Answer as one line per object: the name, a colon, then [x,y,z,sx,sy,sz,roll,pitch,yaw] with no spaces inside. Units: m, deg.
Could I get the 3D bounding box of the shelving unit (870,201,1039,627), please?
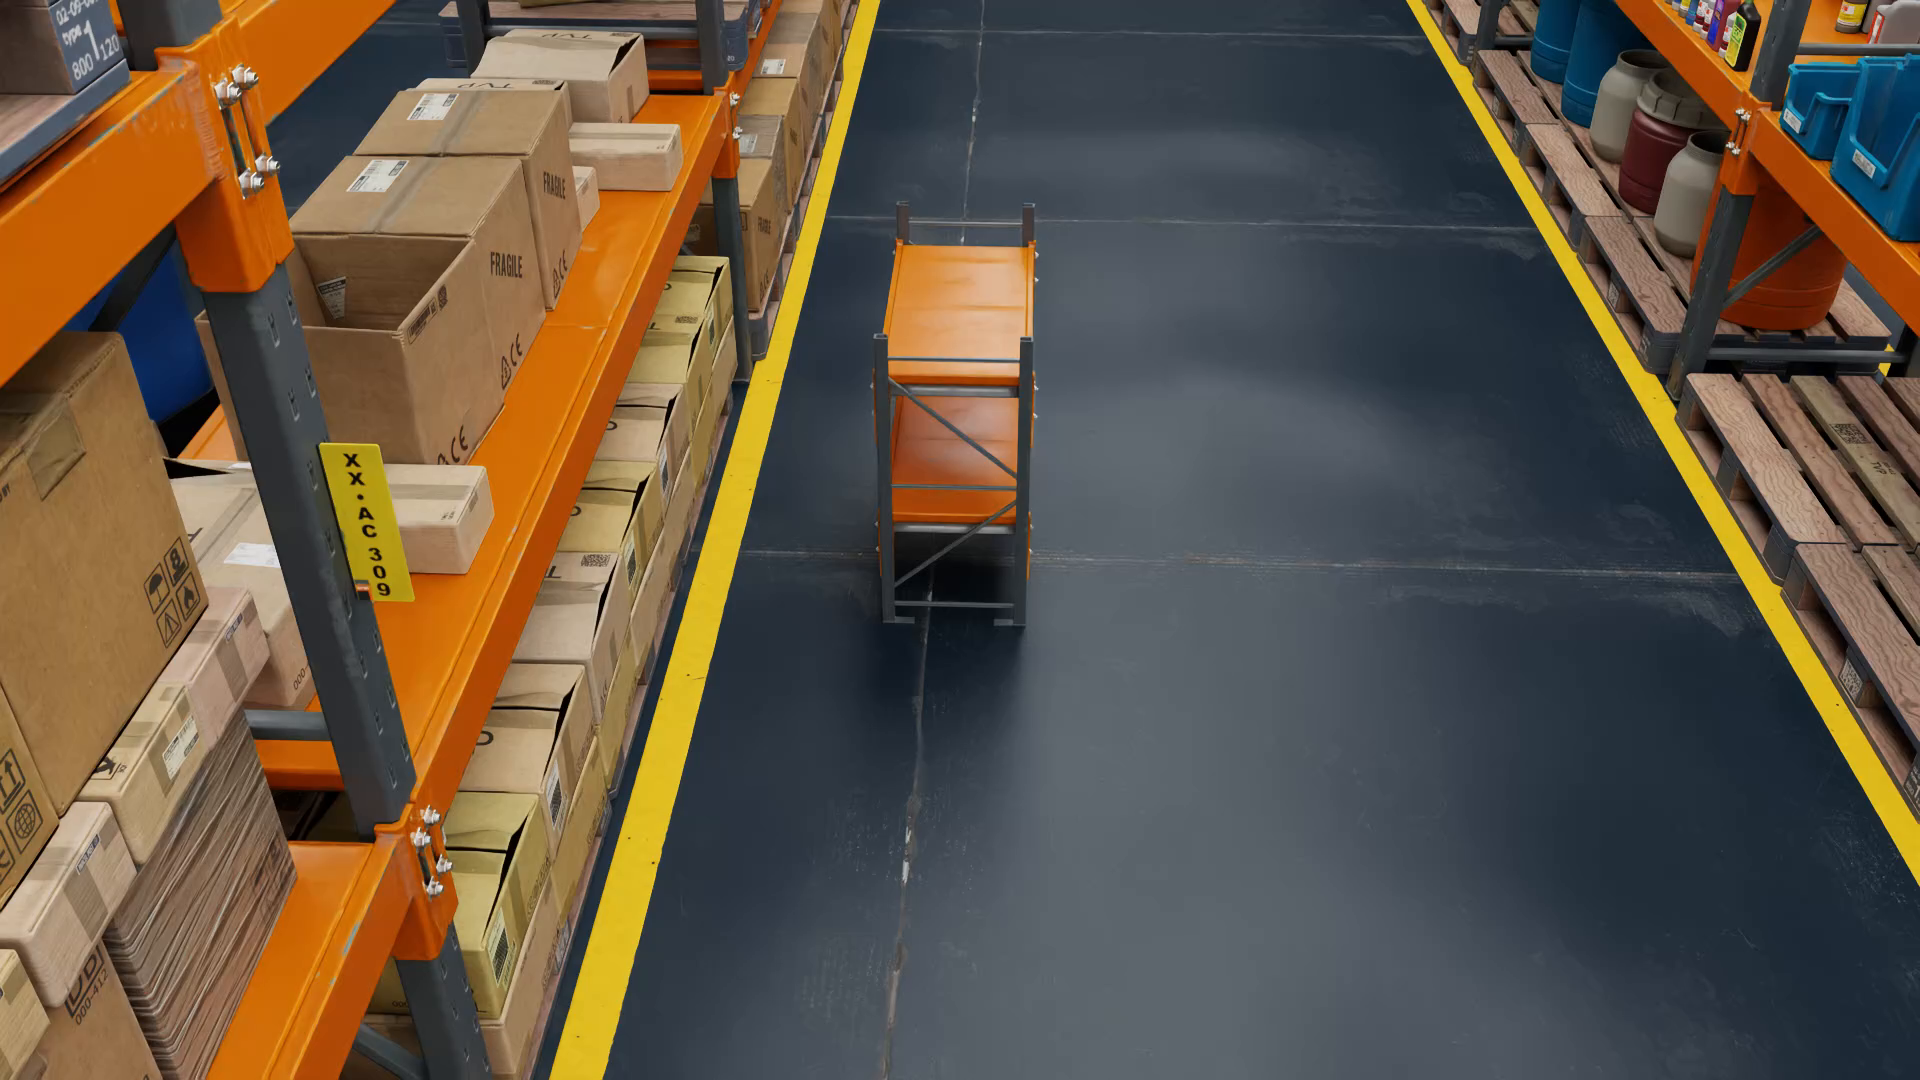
shelving unit: [0.000,-0.464,5.932,0.538,1.125,1.048,1,35,2]

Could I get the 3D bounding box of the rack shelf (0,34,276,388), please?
rack shelf: [-1.651,0.565,0.855,1.077,0.370,4.000,1,35,2]

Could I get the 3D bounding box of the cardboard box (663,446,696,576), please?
cardboard box: [-1.228,-0.103,5.815,0.500,0.250,0.500,2,35,3]

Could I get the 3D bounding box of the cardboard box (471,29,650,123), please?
cardboard box: [-1.468,-1.705,6.145,0.500,0.311,0.500,3,35,5]

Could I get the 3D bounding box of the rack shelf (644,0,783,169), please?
rack shelf: [-1.330,-2.804,8.257,1.077,0.370,4.000,1,35,2]

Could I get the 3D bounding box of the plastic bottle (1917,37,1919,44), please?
plastic bottle: [3.879,-2.023,6.628,0.152,0.276,0.135,1,35,2]

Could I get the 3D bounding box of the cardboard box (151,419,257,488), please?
cardboard box: [-1.719,-0.106,3.909,0.396,0.266,0.258,1,35,1]

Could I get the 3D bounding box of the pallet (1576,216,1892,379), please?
pallet: [3.529,-1.146,7.697,1.003,0.211,1.213,1,35,2]

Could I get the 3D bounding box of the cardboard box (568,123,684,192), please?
cardboard box: [-1.170,-1.324,5.743,0.380,0.149,0.250,1,35,2]

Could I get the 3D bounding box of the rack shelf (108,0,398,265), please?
rack shelf: [-1.491,-1.733,4.125,1.077,0.370,4.000,1,35,2]

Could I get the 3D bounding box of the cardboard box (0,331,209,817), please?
cardboard box: [-1.582,0.032,2.381,0.700,0.500,0.500,1,35,2]

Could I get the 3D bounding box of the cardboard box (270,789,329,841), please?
cardboard box: [-1.841,0.833,3.994,0.500,0.311,0.500,1,35,2]

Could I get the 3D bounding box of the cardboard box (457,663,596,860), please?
cardboard box: [-1.280,0.553,4.393,0.500,0.311,0.500,1,35,1]

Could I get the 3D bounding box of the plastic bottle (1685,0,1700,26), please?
plastic bottle: [3.169,-2.333,7.073,0.097,0.271,0.097,0,35,0]

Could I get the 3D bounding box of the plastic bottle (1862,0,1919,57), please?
plastic bottle: [3.727,-2.027,6.633,0.152,0.276,0.135,1,35,2]

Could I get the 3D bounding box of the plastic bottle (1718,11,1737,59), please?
plastic bottle: [3.152,-2.060,6.745,0.097,0.201,0.097,0,35,0]

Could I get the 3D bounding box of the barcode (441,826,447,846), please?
barcode: [-1.145,0.661,3.656,0.001,0.075,0.075,1,35,2]

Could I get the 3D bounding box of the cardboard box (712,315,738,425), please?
cardboard box: [-1.188,-0.688,6.647,0.500,0.250,0.500,2,35,3]

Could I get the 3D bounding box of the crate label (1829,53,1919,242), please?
crate label: [3.229,-1.283,5.436,0.502,0.435,0.616,1,35,2]

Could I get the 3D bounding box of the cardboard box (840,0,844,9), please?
cardboard box: [-1.017,-3.564,10.668,0.500,0.311,0.500,1,35,2]

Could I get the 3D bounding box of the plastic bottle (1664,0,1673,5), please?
plastic bottle: [3.181,-2.472,7.332,0.097,0.201,0.097,0,35,0]

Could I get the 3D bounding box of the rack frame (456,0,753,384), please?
rack frame: [-1.410,-1.950,6.415,1.000,3.000,0.127,1,35,2]

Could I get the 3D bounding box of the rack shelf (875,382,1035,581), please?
rack shelf: [0.000,-0.264,6.073,0.538,0.278,1.000,1,35,2]

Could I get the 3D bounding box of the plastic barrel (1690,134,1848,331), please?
plastic barrel: [3.542,-1.398,7.153,0.600,0.830,0.708,1,35,2]

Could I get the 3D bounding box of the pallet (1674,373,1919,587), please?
pallet: [3.469,-0.248,6.419,1.003,0.211,1.213,1,35,2]

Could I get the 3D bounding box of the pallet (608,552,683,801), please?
pallet: [-1.534,0.362,5.551,1.003,0.211,1.213,1,35,2]

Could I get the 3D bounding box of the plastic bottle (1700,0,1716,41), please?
plastic bottle: [3.161,-2.192,6.934,0.097,0.201,0.097,0,35,0]

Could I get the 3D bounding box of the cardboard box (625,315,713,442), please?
cardboard box: [-1.200,-0.620,6.063,0.500,0.311,0.500,1,35,1]

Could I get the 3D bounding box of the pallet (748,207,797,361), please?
pallet: [-1.342,-1.237,7.826,1.003,0.211,1.213,1,35,2]

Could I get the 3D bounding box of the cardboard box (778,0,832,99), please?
cardboard box: [-1.011,-2.831,9.461,0.500,0.500,0.500,1,35,2]

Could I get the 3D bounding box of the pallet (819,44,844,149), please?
pallet: [-1.244,-2.639,9.821,1.003,0.211,1.213,1,35,2]

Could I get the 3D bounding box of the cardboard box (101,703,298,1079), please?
cardboard box: [-1.582,0.563,2.754,0.700,0.500,0.500,0,35,1]

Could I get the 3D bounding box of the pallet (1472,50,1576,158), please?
pallet: [3.627,-2.548,9.692,1.003,0.211,1.213,1,35,2]

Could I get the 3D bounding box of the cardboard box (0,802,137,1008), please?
cardboard box: [-1.388,0.496,2.284,0.380,0.149,0.250,0,35,1]

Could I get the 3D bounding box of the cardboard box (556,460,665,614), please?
cardboard box: [-1.245,-0.043,5.240,0.500,0.311,0.500,2,35,3]

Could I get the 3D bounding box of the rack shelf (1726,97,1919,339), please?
rack shelf: [3.459,-0.390,4.821,1.077,0.370,4.000,1,35,2]

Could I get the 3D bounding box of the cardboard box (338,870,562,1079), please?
cardboard box: [-1.307,1.076,4.137,0.500,0.250,0.500,1,35,1]

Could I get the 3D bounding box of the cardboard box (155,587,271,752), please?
cardboard box: [-1.368,0.203,2.701,0.380,0.149,0.250,1,35,2]

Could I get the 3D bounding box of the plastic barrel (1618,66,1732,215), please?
plastic barrel: [3.587,-1.949,8.146,0.600,0.588,0.708,1,35,2]

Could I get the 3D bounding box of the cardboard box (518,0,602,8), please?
cardboard box: [-1.498,-2.527,6.784,0.700,0.500,0.500,-10,36,-14]

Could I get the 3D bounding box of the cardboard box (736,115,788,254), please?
cardboard box: [-1.091,-1.663,7.798,0.500,0.500,0.500,0,35,0]

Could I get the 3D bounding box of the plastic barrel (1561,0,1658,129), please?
plastic barrel: [3.632,-2.725,8.979,0.600,0.901,0.708,1,35,2]

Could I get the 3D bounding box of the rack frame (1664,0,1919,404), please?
rack frame: [3.539,-1.833,6.249,1.000,3.000,0.127,1,35,2]

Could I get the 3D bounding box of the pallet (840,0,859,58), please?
pallet: [-1.221,-3.501,11.049,1.003,0.211,1.213,1,35,2]

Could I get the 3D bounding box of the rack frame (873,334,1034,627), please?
rack frame: [-0.020,-0.172,5.517,0.500,1.125,0.032,1,35,2]

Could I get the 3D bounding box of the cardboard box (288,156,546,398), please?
cardboard box: [-1.482,-0.724,4.584,0.500,0.500,0.500,1,35,2]

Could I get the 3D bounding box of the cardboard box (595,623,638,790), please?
cardboard box: [-1.267,0.484,4.978,0.500,0.250,0.500,0,35,0]

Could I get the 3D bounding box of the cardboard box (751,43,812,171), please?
cardboard box: [-1.050,-2.251,8.635,0.500,0.500,0.500,0,35,0]

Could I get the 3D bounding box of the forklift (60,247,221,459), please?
forklift: [-4.513,-1.622,6.009,3.031,2.935,1.130,13,37,18]

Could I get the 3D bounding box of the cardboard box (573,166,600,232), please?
cardboard box: [-1.405,-1.113,5.443,0.380,0.149,0.250,4,35,5]

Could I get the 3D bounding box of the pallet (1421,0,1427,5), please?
pallet: [3.737,-4.116,11.924,1.003,0.211,1.213,1,35,2]
